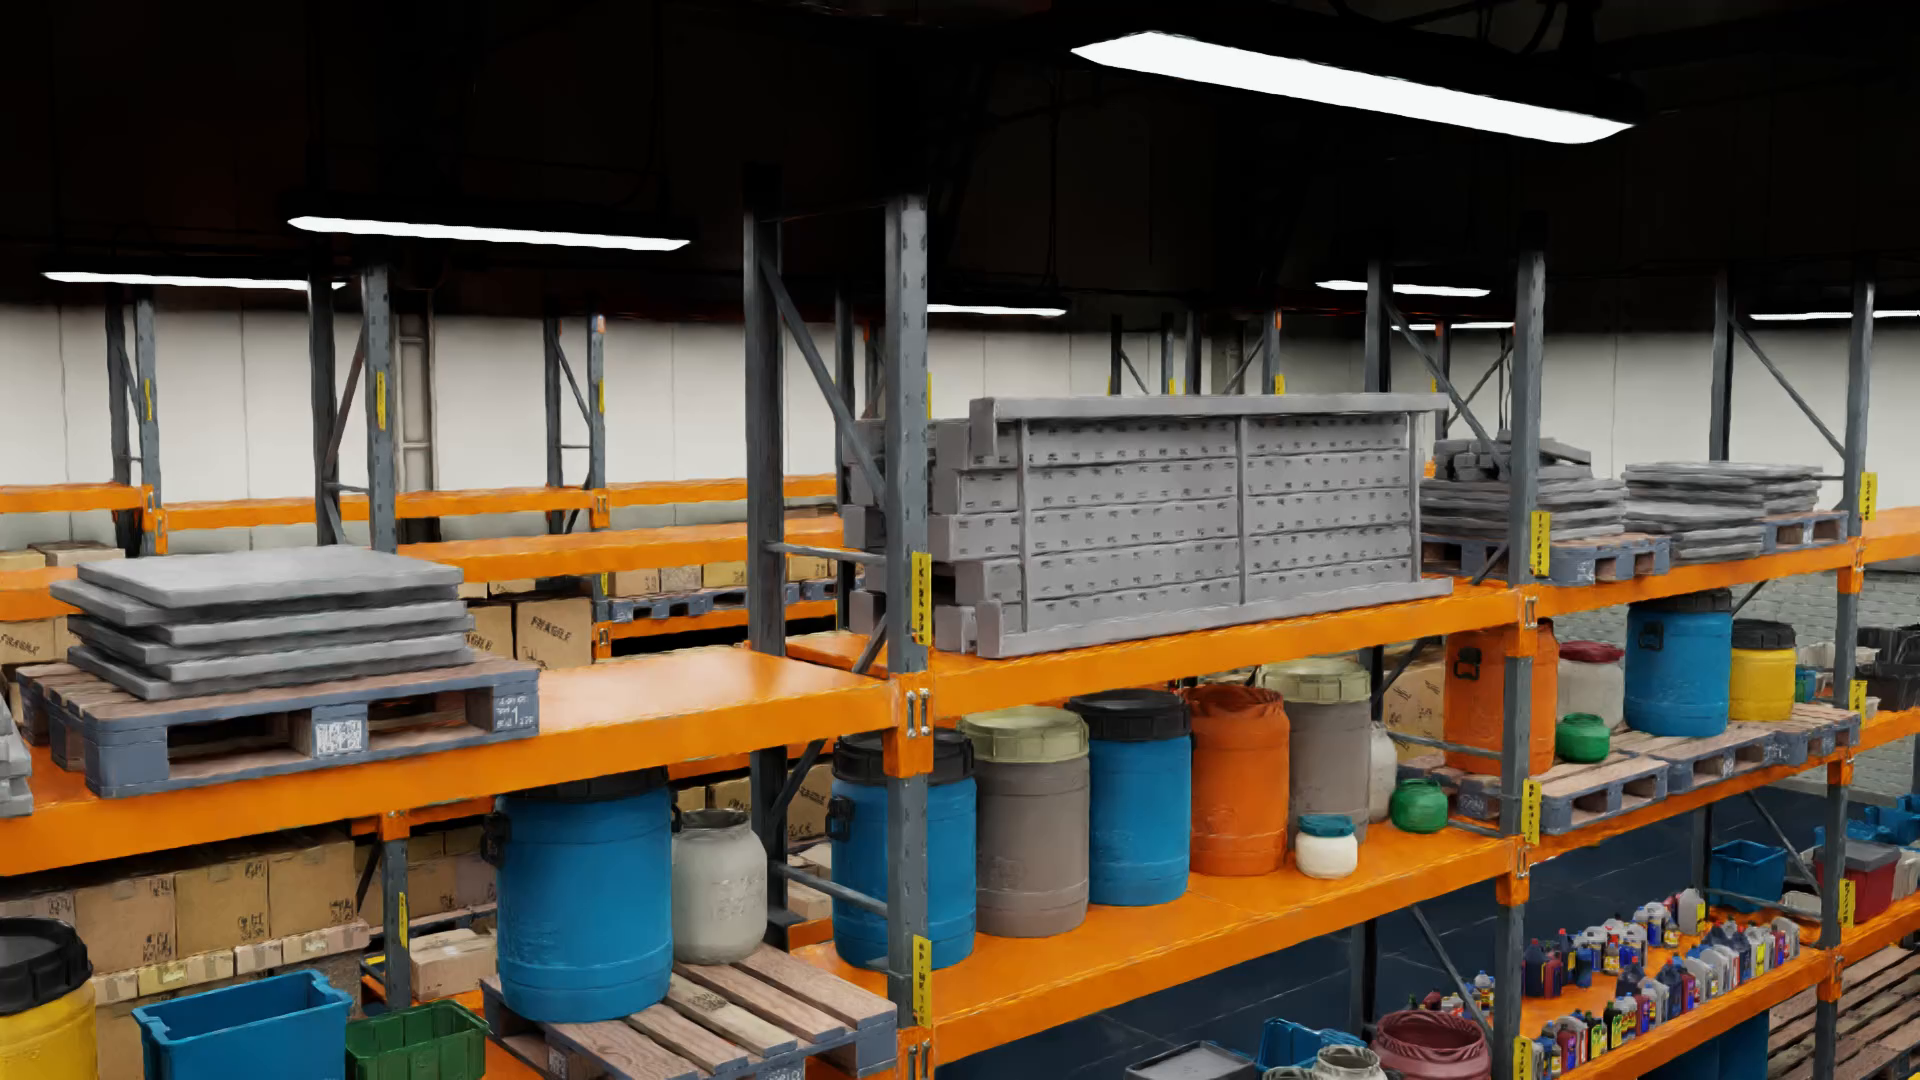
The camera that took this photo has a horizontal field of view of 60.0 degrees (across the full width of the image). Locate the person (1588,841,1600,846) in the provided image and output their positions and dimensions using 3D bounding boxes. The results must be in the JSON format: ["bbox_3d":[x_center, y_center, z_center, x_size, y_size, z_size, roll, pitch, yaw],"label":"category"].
[{"bbox_3d":[6.911,2.509,18.420,0.722,1.756,0.465,-1,6,-14],"label":"person"}]
